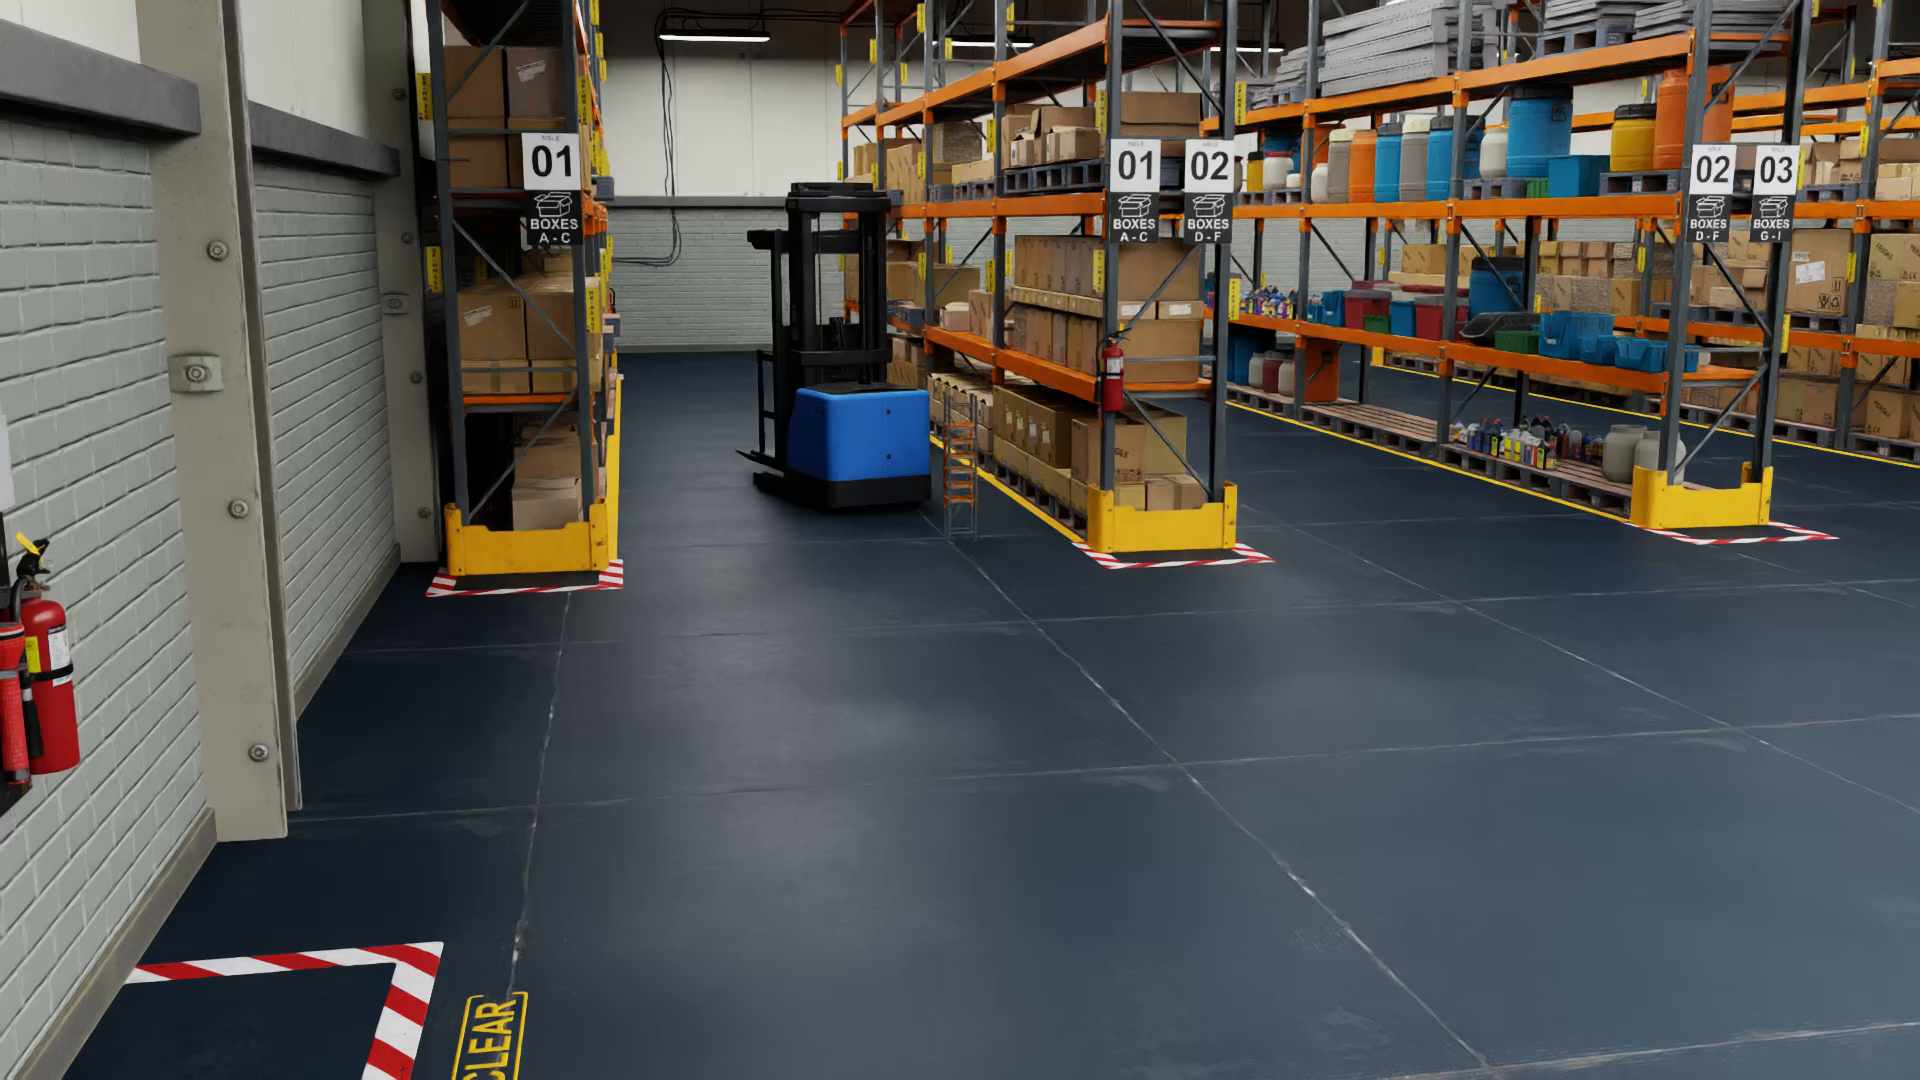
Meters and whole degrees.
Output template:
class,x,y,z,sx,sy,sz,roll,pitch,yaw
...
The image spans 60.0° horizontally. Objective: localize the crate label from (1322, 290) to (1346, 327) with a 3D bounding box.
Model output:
class,x,y,z,sx,sy,sz,roll,pitch,yaw
crate label,4.853,-2.898,20.804,0.502,0.435,0.616,-2,11,-11

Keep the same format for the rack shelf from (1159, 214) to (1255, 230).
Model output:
class,x,y,z,sx,sy,sz,roll,pitch,yaw
rack shelf,3.758,-5.293,27.384,1.077,0.370,4.000,-2,11,-11

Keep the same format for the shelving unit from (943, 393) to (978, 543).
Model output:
class,x,y,z,sx,sy,sz,roll,pitch,yaw
shelving unit,0.003,-0.587,13.570,0.258,1.200,0.189,-2,11,-11

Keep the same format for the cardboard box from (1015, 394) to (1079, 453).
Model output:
class,x,y,z,sx,sy,sz,roll,pitch,yaw
cardboard box,0.821,-1.103,15.696,0.500,0.500,0.500,-2,11,-11

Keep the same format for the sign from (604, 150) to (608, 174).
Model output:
class,x,y,z,sx,sy,sz,roll,pitch,yaw
sign,-5.041,-5.349,23.532,0.100,0.325,0.005,-2,11,-11

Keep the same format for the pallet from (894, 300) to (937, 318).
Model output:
class,x,y,z,sx,sy,sz,roll,pitch,yaw
pallet,-0.317,-3.155,22.764,1.003,0.211,1.213,-2,11,-11

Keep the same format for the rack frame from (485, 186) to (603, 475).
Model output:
class,x,y,z,sx,sy,sz,roll,pitch,yaw
rack frame,-4.015,-1.978,16.069,1.000,3.000,0.127,-2,11,-11

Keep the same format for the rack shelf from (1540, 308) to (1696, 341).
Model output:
class,x,y,z,sx,sy,sz,roll,pitch,yaw
rack shelf,9.394,-3.266,24.757,1.077,0.370,4.000,-2,11,-11

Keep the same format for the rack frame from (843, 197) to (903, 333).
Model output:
class,x,y,z,sx,sy,sz,roll,pitch,yaw
rack frame,-1.491,-4.360,28.582,1.000,3.000,0.127,-2,11,-11

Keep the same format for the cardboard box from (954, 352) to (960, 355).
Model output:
class,x,y,z,sx,sy,sz,roll,pitch,yaw
cardboard box,-0.248,-2.444,24.021,0.500,0.500,0.500,-2,11,-11

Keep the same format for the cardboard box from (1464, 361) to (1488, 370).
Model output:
class,x,y,z,sx,sy,sz,roll,pitch,yaw
cardboard box,8.955,-3.273,27.427,0.875,0.875,0.875,-2,11,-11

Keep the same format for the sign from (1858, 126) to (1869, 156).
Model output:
class,x,y,z,sx,sy,sz,roll,pitch,yaw
sign,10.017,-4.419,18.433,0.100,0.325,0.005,-2,11,-11

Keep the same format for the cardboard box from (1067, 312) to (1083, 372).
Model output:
class,x,y,z,sx,sy,sz,roll,pitch,yaw
cardboard box,1.345,-1.748,14.592,0.700,0.500,0.500,-2,11,-11

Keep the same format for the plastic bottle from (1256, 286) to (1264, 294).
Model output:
class,x,y,z,sx,sy,sz,roll,pitch,yaw
plastic bottle,4.505,-3.620,24.824,0.144,0.351,0.185,-2,11,-11

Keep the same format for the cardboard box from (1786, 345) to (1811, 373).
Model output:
class,x,y,z,sx,sy,sz,roll,pitch,yaw
cardboard box,13.774,-2.981,26.899,0.500,0.500,0.500,-2,11,-9

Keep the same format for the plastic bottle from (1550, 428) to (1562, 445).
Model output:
class,x,y,z,sx,sy,sz,roll,pitch,yaw
plastic bottle,6.115,-1.010,17.068,0.061,0.283,0.133,-2,11,-11

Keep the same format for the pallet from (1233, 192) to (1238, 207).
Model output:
class,x,y,z,sx,sy,sz,roll,pitch,yaw
pallet,4.395,-5.047,24.671,1.213,0.211,1.003,-2,11,-11

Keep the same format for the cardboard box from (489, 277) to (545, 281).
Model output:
class,x,y,z,sx,sy,sz,roll,pitch,yaw
cardboard box,-4.129,-2.189,15.518,0.500,0.500,0.500,-2,11,-12

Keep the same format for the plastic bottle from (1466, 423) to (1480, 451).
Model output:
class,x,y,z,sx,sy,sz,roll,pitch,yaw
plastic bottle,5.424,-1.084,17.478,0.152,0.276,0.135,-2,11,-9

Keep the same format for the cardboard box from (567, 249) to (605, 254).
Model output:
class,x,y,z,sx,sy,sz,roll,pitch,yaw
cardboard box,-5.229,-3.943,23.267,0.500,0.250,0.500,-2,11,-10

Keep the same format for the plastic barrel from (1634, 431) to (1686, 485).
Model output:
class,x,y,z,sx,sy,sz,roll,pitch,yaw
plastic barrel,6.278,-0.707,14.920,0.421,0.512,0.421,0,11,0

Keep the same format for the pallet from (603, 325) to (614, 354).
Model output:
class,x,y,z,sx,sy,sz,roll,pitch,yaw
pallet,-4.021,-2.030,16.851,1.003,0.211,1.213,-2,11,-11

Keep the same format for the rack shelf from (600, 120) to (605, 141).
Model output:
class,x,y,z,sx,sy,sz,roll,pitch,yaw
rack shelf,-5.960,-6.210,25.248,1.077,0.370,4.000,-2,11,-11

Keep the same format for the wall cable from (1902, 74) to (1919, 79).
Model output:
class,x,y,z,sx,sy,sz,roll,pitch,yaw
wall cable,22.974,-12.022,37.919,2.988,3.039,0.133,-2,11,-11

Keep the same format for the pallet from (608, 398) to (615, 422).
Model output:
class,x,y,z,sx,sy,sz,roll,pitch,yaw
pallet,-5.106,-1.713,22.131,1.003,0.211,1.213,-2,11,-11

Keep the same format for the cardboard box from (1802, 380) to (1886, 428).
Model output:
class,x,y,z,sx,sy,sz,roll,pitch,yaw
cardboard box,10.463,-1.620,19.696,0.700,0.500,0.500,-3,11,-15

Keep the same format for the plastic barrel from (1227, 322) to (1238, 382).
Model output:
class,x,y,z,sx,sy,sz,roll,pitch,yaw
plastic barrel,4.236,-2.881,25.300,0.600,0.901,0.708,-2,11,-11

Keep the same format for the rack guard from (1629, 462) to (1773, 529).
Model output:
class,x,y,z,sx,sy,sz,roll,pitch,yaw
rack guard,6.420,-0.389,14.405,1.175,0.500,0.348,-2,11,-11

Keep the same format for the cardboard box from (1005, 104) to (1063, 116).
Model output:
class,x,y,z,sx,sy,sz,roll,pitch,yaw
cardboard box,0.762,-4.248,17.245,0.500,0.500,0.500,-2,11,-10

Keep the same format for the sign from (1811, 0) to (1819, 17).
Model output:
class,x,y,z,sx,sy,sz,roll,pitch,yaw
sign,7.021,-4.469,13.667,0.100,0.325,0.005,-2,11,-11

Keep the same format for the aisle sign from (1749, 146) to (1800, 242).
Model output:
class,x,y,z,sx,sy,sz,roll,pitch,yaw
aisle sign,6.782,-2.880,13.851,0.394,0.787,0.004,-2,11,-11

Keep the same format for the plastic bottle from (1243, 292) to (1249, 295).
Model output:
class,x,y,z,sx,sy,sz,roll,pitch,yaw
plastic bottle,4.192,-3.482,24.300,0.152,0.276,0.135,-2,11,-11

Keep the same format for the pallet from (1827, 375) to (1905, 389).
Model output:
class,x,y,z,sx,sy,sz,roll,pitch,yaw
pallet,14.284,-2.411,25.800,1.003,0.211,1.213,-2,11,-11

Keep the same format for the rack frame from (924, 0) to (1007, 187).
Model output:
class,x,y,z,sx,sy,sz,roll,pitch,yaw
rack frame,0.065,-5.840,20.312,1.000,3.000,0.127,-2,11,-11

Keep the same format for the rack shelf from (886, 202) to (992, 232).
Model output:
class,x,y,z,sx,sy,sz,roll,pitch,yaw
rack shelf,-0.324,-4.380,22.587,1.077,0.370,4.000,-2,11,-11

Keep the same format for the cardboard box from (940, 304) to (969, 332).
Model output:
class,x,y,z,sx,sy,sz,roll,pitch,yaw
cardboard box,0.049,-2.678,19.983,0.500,0.311,0.500,-2,11,-12

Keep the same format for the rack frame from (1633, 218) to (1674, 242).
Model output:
class,x,y,z,sx,sy,sz,roll,pitch,yaw
rack frame,13.112,-4.882,31.321,1.000,3.000,0.127,-2,11,-11

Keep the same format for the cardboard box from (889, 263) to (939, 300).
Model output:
class,x,y,z,sx,sy,sz,roll,pitch,yaw
cardboard box,-0.644,-3.663,23.529,0.700,0.500,0.500,0,11,-2

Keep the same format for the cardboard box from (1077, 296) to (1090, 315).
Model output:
class,x,y,z,sx,sy,sz,roll,pitch,yaw
cardboard box,1.211,-1.998,14.167,0.380,0.149,0.250,-2,11,-10

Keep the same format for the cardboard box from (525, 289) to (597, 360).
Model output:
class,x,y,z,sx,sy,sz,roll,pitch,yaw
cardboard box,-3.035,-1.648,12.674,0.500,0.500,0.500,-2,11,-11

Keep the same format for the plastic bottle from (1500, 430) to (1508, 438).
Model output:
class,x,y,z,sx,sy,sz,roll,pitch,yaw
plastic bottle,5.555,-0.991,17.002,0.097,0.271,0.097,0,11,0

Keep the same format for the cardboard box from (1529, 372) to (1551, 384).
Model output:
class,x,y,z,sx,sy,sz,roll,pitch,yaw
cardboard box,9.324,-2.868,25.302,1.225,0.875,0.875,-3,11,-13

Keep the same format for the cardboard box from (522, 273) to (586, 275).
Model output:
class,x,y,z,sx,sy,sz,roll,pitch,yaw
cardboard box,-4.428,-2.664,18.225,0.700,0.500,0.500,-2,11,-11

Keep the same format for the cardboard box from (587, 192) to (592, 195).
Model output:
class,x,y,z,sx,sy,sz,roll,pitch,yaw
cardboard box,-3.444,-3.234,14.321,0.500,0.500,0.500,-3,11,-13

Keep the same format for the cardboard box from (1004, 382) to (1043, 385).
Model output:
class,x,y,z,sx,sy,sz,roll,pitch,yaw
cardboard box,0.707,-1.657,19.111,0.500,0.311,0.500,-2,11,-9

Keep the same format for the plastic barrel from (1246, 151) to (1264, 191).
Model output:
class,x,y,z,sx,sy,sz,roll,pitch,yaw
plastic barrel,4.523,-5.418,24.492,0.600,0.588,0.600,0,11,0

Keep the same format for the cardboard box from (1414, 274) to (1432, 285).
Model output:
class,x,y,z,sx,sy,sz,roll,pitch,yaw
cardboard box,8.258,-4.507,28.959,0.500,0.250,0.500,-2,11,-13

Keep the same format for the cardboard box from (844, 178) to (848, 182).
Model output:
class,x,y,z,sx,sy,sz,roll,pitch,yaw
cardboard box,-1.646,-5.902,27.724,0.500,0.250,0.500,-2,11,-11

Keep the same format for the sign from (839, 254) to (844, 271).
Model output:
class,x,y,z,sx,sy,sz,roll,pitch,yaw
sign,-2.023,-4.766,28.397,0.100,0.325,0.005,-2,11,-11

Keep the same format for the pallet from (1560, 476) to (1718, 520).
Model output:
class,x,y,z,sx,sy,sz,roll,pitch,yaw
pallet,6.267,-0.397,15.216,1.003,0.211,1.213,-2,11,-11

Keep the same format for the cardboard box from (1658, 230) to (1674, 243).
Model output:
class,x,y,z,sx,sy,sz,roll,pitch,yaw
cardboard box,13.043,-5.384,30.222,0.500,0.500,0.500,-2,11,-9

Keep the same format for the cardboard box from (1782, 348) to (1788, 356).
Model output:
class,x,y,z,sx,sy,sz,roll,pitch,yaw
cardboard box,14.133,-3.178,28.077,0.380,0.149,0.250,-2,11,-8

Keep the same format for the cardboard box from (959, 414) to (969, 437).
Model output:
class,x,y,z,sx,sy,sz,roll,pitch,yaw
cardboard box,0.282,-1.267,18.561,0.500,0.250,0.500,-2,11,-10

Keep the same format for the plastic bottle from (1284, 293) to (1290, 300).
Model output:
class,x,y,z,sx,sy,sz,roll,pitch,yaw
plastic bottle,4.781,-3.458,24.173,0.152,0.276,0.135,-2,11,-11

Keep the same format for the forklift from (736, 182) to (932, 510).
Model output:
class,x,y,z,sx,sy,sz,roll,pitch,yaw
forklift,-1.377,-1.946,16.083,1.130,2.935,3.031,-5,12,-26
